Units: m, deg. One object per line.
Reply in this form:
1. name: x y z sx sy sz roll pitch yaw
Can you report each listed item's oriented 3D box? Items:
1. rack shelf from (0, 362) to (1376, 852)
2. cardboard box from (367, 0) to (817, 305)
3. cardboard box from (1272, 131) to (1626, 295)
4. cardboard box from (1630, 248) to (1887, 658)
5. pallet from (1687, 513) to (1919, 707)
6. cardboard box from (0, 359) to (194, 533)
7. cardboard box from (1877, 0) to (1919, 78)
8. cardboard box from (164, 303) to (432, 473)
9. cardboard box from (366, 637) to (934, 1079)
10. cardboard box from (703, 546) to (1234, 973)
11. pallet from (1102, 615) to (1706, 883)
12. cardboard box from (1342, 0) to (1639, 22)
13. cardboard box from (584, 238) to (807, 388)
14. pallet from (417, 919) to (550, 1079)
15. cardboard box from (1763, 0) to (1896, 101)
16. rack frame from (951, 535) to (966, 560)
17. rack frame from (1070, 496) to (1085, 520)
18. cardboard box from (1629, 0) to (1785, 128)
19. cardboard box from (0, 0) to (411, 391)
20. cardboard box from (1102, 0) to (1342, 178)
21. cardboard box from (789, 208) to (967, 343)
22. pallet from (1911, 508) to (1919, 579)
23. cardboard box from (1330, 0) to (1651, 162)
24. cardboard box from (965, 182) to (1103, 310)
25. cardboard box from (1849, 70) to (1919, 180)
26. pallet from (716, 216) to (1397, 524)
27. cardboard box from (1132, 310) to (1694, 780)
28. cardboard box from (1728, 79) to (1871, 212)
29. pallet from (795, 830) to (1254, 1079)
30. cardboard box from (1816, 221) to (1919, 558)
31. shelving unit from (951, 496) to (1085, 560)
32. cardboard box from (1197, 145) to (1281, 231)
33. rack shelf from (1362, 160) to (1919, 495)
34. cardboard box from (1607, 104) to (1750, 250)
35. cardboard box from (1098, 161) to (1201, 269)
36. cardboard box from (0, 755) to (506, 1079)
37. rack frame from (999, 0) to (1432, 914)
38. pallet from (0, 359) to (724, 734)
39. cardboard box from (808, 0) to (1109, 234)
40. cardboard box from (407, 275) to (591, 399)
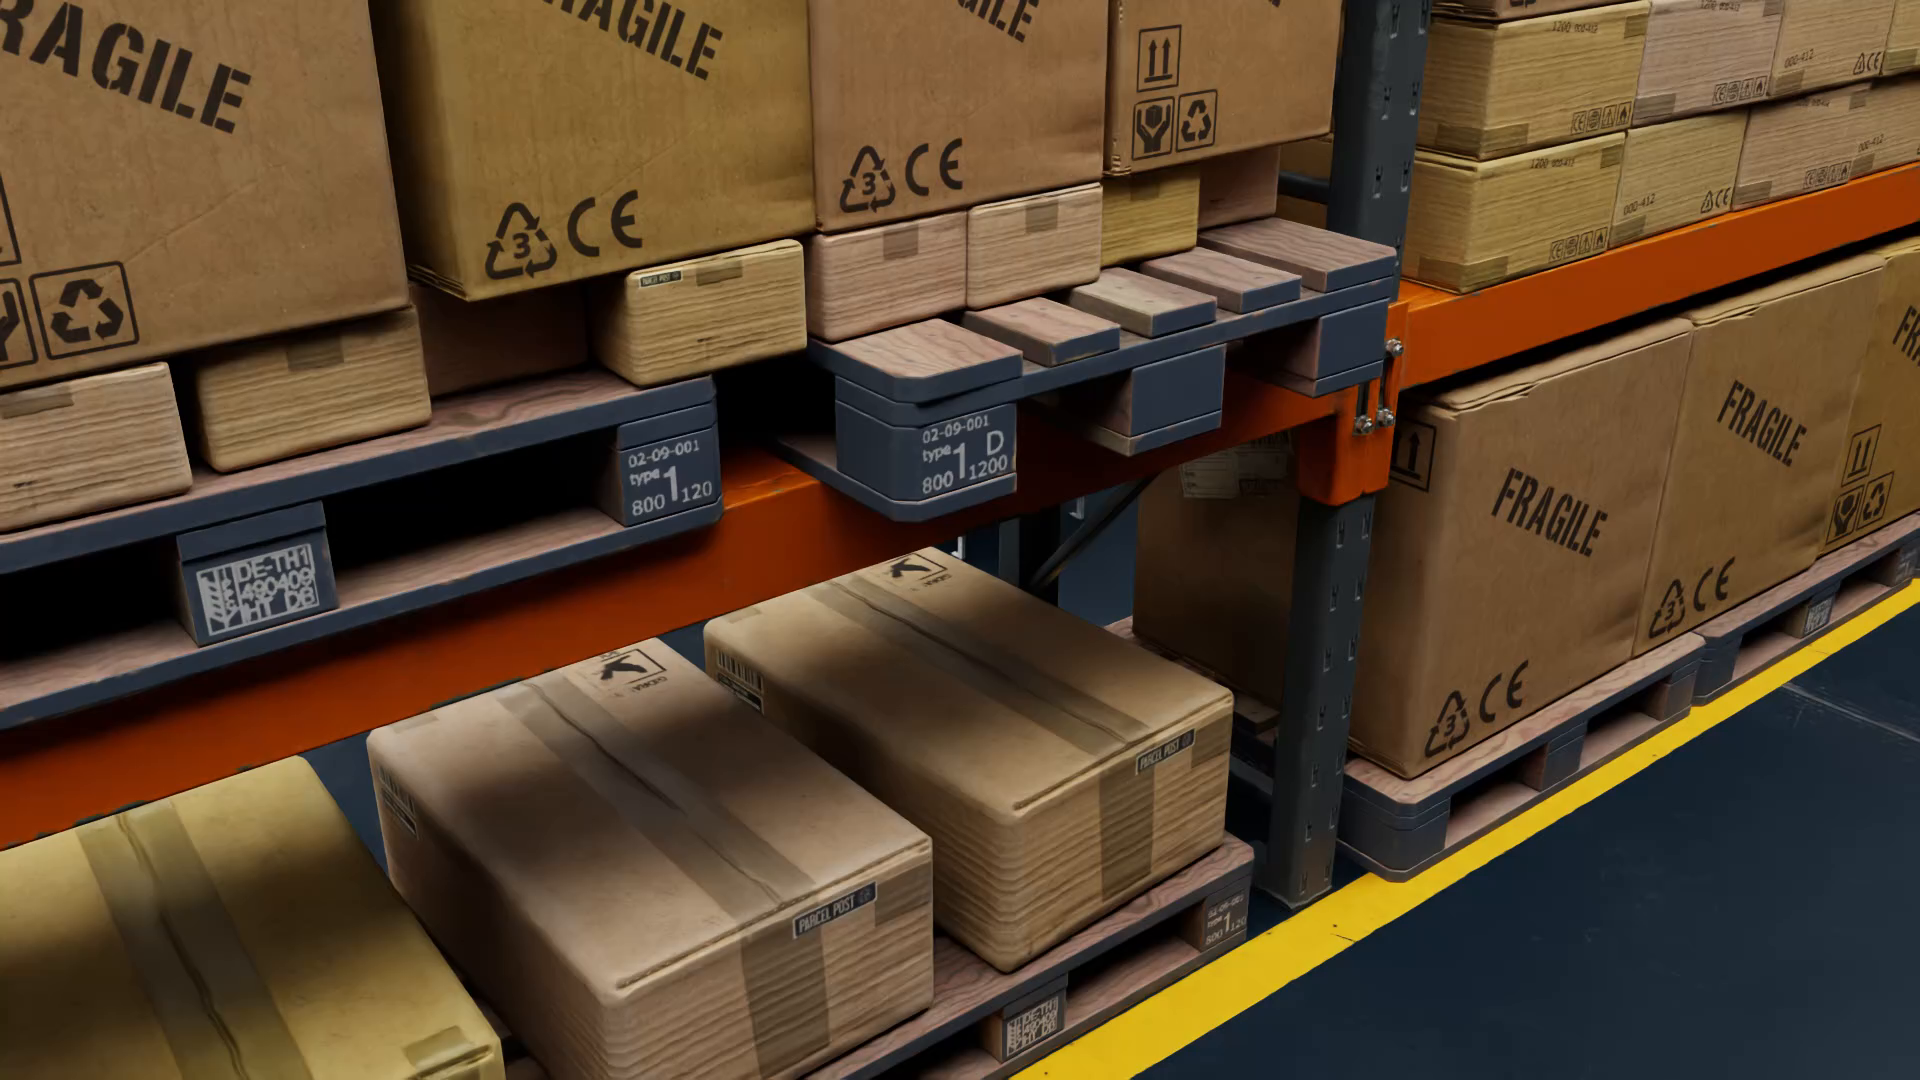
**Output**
1. rack shelf: -1.125 0.099 2.328 4.000 0.370 1.077 -18 31 -34
2. cardboard box: -0.534 -0.638 2.090 0.500 0.500 0.500 -21 32 -37
3. cardboard box: 0.989 -0.722 3.422 0.500 0.250 0.500 -19 31 -35
4. cardboard box: 1.748 -0.356 4.478 0.875 0.875 0.875 -18 30 -33
5. pallet: 2.075 0.023 4.949 1.213 0.211 1.003 -18 31 -34
6. cardboard box: -1.027 -0.152 1.815 0.250 0.149 0.380 -17 30 -32
7. cardboard box: 2.214 -1.342 4.162 0.500 0.250 0.500 -18 30 -33
8. cardboard box: -0.835 -0.231 1.985 0.250 0.149 0.380 -19 31 -36
9. cardboard box: -0.578 0.593 3.033 0.625 0.372 0.950 -19 31 -35
10. cardboard box: -0.002 0.398 3.451 0.625 0.372 0.950 -21 32 -37
11. pallet: 1.115 0.338 4.270 1.213 0.211 1.003 -18 31 -34
12. cardboard box: 0.987 -1.293 3.166 0.500 0.500 0.500 -19 31 -36
13. cardboard box: -0.412 -0.347 2.235 0.250 0.149 0.380 -18 30 -33
14. pallet: -1.127 1.036 2.767 1.213 0.211 1.003 -18 31 -34
15. cardboard box: 1.807 -1.214 3.888 0.500 0.250 0.500 -18 31 -34
16. rack frame: -0.062 -0.524 4.953 0.015 1.200 0.240 -18 31 -34
17. rack frame: 0.322 -0.651 5.227 0.015 1.200 0.240 -18 31 -34
18. cardboard box: 1.407 -1.089 3.618 0.500 0.250 0.500 -17 30 -33
19. cardboard box: -0.964 -0.496 1.785 0.500 0.500 0.500 -20 31 -36
20. cardboard box: 0.262 -0.907 2.671 0.500 0.500 0.500 -19 31 -35
21. cardboard box: -0.204 -0.423 2.399 0.250 0.149 0.380 -20 32 -36
22. pallet: 3.035 -0.295 5.636 1.213 0.211 1.003 -18 31 -34
23. cardboard box: 1.000 -0.955 3.329 0.500 0.250 0.500 -19 31 -34
24. cardboard box: -0.001 -0.486 2.534 0.250 0.149 0.380 -19 31 -34
25. cardboard box: 2.185 -1.125 4.290 0.500 0.250 0.500 -18 31 -34
26. pallet: -0.047 -0.439 2.861 1.003 0.211 1.213 -18 31 -34
27. cardboard box: 1.043 -0.125 3.982 0.875 0.875 0.875 -19 31 -34
28. cardboard box: 1.798 -0.996 4.011 0.500 0.250 0.500 -17 30 -32
29. pallet: -0.167 0.721 3.446 1.213 0.211 1.003 -18 31 -34
30. cardboard box: 2.452 -0.588 4.978 0.875 0.875 0.875 -17 30 -33
31. shelving unit: 0.130 -0.587 5.090 0.503 1.200 0.258 -18 31 -34
32. cardboard box: 0.336 -0.660 2.909 0.250 0.149 0.380 -17 30 -32
33. rack shelf: 2.022 -0.940 4.567 4.000 0.370 1.077 -18 31 -34
34. cardboard box: 1.382 -0.862 3.722 0.500 0.250 0.500 -19 31 -35
35. cardboard box: 0.169 -0.566 2.707 0.250 0.149 0.380 -18 30 -33
36. cardboard box: -1.178 0.788 2.612 0.625 0.372 0.950 -17 30 -32
37. rack frame: 0.448 -0.747 3.296 0.127 3.000 1.000 -18 31 -34
38. pallet: -1.084 -0.132 2.199 1.213 0.211 1.003 -18 31 -34
39. cardboard box: -0.138 -0.769 2.374 0.500 0.500 0.500 -19 31 -35
40. cardboard box: -0.688 -0.324 2.184 0.250 0.149 0.380 -18 30 -34
